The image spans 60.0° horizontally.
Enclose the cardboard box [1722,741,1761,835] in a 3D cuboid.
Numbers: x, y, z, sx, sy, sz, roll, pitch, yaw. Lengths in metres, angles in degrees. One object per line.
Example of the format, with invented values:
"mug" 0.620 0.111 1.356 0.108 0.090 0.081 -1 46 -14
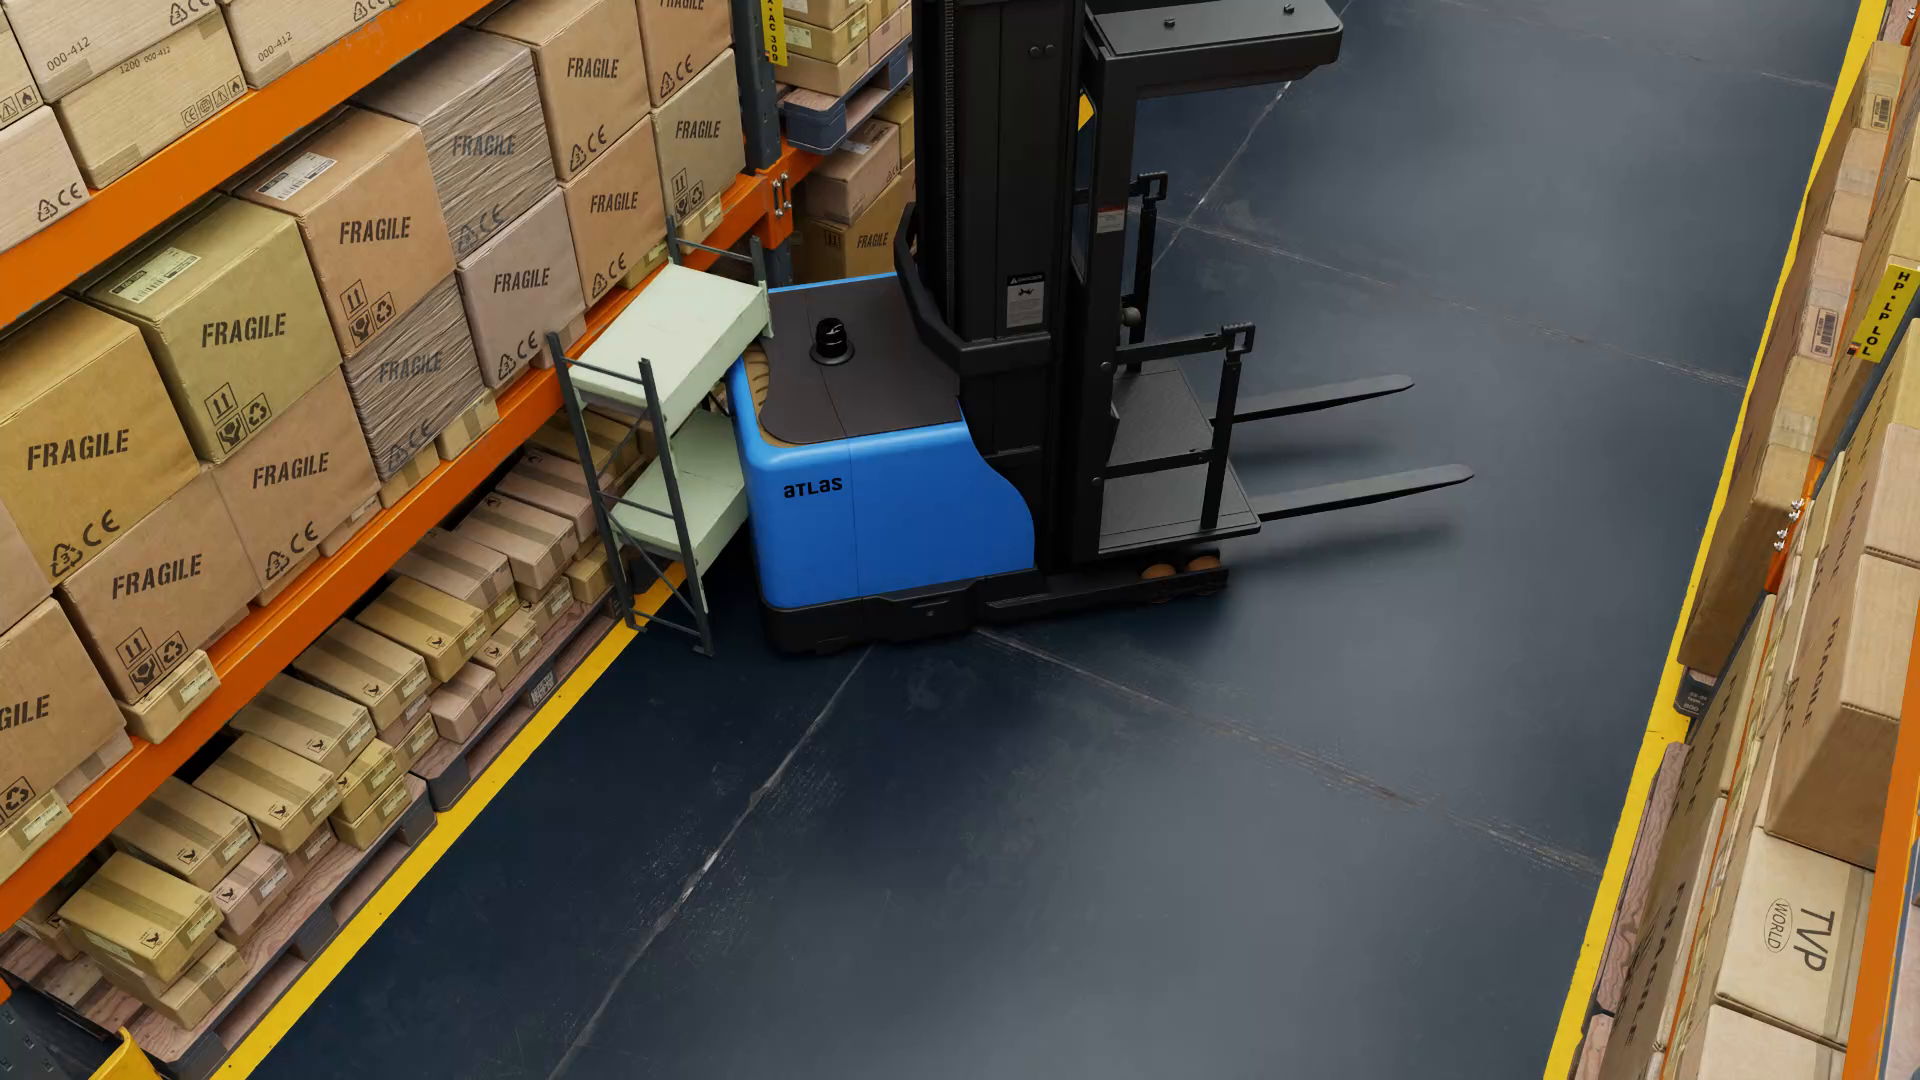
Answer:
"cardboard box" 2.246 0.725 4.381 0.380 0.149 0.250 20 49 19

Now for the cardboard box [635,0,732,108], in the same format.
"cardboard box" -1.164 -1.906 5.823 0.500 0.500 0.500 19 48 18

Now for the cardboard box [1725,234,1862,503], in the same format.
"cardboard box" 3.854 -0.473 6.587 1.225 0.875 0.875 19 48 18

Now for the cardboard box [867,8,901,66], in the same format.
"cardboard box" -0.471 -2.133 6.910 0.380 0.149 0.250 21 49 20

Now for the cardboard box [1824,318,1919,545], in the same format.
"cardboard box" 2.712 -0.197 4.485 0.500 0.500 0.500 20 49 19

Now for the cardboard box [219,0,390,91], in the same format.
"cardboard box" -1.882 -1.461 4.362 0.500 0.250 0.500 20 49 19

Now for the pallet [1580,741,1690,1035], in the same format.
"pallet" 2.739 1.334 5.563 1.003 0.211 1.213 20 49 19

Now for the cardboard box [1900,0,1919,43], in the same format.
"cardboard box" 5.814 -3.037 9.371 0.700 0.500 0.500 24 50 22

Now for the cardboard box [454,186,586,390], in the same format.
"cardboard box" -1.634 -0.903 5.534 0.500 0.500 0.500 20 49 19

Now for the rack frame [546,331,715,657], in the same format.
"rack frame" -1.180 -0.122 6.077 0.400 1.500 0.023 17 49 19

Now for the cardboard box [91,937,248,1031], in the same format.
"cardboard box" -2.515 1.349 5.296 0.380 0.149 0.250 21 49 20

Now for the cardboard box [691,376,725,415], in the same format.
"cardboard box" -1.203 -0.671 6.875 0.380 0.149 0.250 21 49 20

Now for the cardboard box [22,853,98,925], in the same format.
"cardboard box" -3.050 1.042 5.391 0.380 0.149 0.250 19 48 18

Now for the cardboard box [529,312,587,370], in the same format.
"cardboard box" -1.552 -0.773 5.861 0.380 0.149 0.250 18 48 17

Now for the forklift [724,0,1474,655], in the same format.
"forklift" 0.612 -1.132 6.088 3.031 2.935 1.130 -9 46 -9

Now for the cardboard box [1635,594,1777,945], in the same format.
"cardboard box" 2.784 0.889 5.241 0.875 0.875 0.875 20 49 19

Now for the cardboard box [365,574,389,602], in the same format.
"cardboard box" -2.343 0.046 6.375 0.380 0.149 0.250 21 49 19

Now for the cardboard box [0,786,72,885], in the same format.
"cardboard box" -2.601 0.712 4.394 0.380 0.149 0.250 20 49 19

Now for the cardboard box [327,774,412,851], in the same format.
"cardboard box" -2.141 0.874 5.766 0.380 0.149 0.250 21 49 20

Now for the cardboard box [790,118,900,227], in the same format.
"cardboard box" -0.608 -1.711 7.547 0.500 0.250 0.500 18 48 17

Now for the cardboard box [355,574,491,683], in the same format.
"cardboard box" -1.905 0.311 5.904 0.380 0.149 0.250 21 49 20

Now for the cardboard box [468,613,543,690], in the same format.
"cardboard box" -1.809 0.370 6.264 0.380 0.149 0.250 20 49 19

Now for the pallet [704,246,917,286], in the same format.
"pallet" -0.825 -1.311 8.178 1.003 0.211 1.213 20 49 19

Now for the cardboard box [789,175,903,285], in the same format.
"cardboard box" -0.607 -1.448 7.814 0.500 0.500 0.500 22 49 21

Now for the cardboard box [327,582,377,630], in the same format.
"cardboard box" -2.373 0.144 6.070 0.380 0.149 0.250 19 48 18

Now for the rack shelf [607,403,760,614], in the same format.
"rack shelf" -1.013 -0.139 6.538 0.431 0.370 0.720 17 49 19

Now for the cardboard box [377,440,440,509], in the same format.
"cardboard box" -1.922 -0.288 5.382 0.380 0.149 0.250 22 49 20

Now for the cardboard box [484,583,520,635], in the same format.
"cardboard box" -1.881 0.211 6.213 0.380 0.149 0.250 23 50 21

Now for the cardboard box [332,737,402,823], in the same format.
"cardboard box" -2.144 0.761 5.669 0.380 0.149 0.250 22 49 20

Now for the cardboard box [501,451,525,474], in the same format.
"cardboard box" -1.884 -0.404 6.821 0.380 0.149 0.250 18 48 17

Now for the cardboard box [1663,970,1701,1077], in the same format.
"cardboard box" 1.888 1.213 3.899 0.380 0.149 0.250 21 49 20

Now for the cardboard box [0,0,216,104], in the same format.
"cardboard box" -2.122 -1.292 3.843 0.500 0.250 0.500 21 49 19

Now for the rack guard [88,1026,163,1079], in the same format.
"rack guard" -3.007 1.550 5.146 1.175 0.500 0.348 20 49 19

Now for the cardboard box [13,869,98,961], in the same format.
"cardboard box" -2.982 1.173 5.470 0.380 0.149 0.250 21 49 20

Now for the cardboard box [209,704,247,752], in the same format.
"cardboard box" -2.594 0.579 5.848 0.380 0.149 0.250 20 49 19

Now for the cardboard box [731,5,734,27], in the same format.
"cardboard box" -1.056 -2.339 7.114 0.380 0.149 0.250 21 49 19

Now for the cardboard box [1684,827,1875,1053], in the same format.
"cardboard box" 2.004 1.006 3.823 0.500 0.250 0.500 21 49 19

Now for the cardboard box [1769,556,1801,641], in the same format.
"cardboard box" 2.607 0.231 4.869 0.380 0.149 0.250 19 48 18

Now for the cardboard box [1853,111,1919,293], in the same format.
"cardboard box" 3.608 -1.160 5.997 0.500 0.500 0.500 20 49 19

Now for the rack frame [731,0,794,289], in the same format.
"rack frame" -1.185 -1.801 6.701 1.000 3.000 0.127 20 49 19

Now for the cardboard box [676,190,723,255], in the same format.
"cardboard box" -1.134 -1.257 6.340 0.380 0.149 0.250 19 48 18

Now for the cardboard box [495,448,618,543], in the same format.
"cardboard box" -1.546 -0.173 6.383 0.380 0.149 0.250 18 48 17

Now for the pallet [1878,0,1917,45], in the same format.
"pallet" 5.949 -2.896 9.744 1.003 0.211 1.213 20 49 19

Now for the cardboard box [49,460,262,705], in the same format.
"cardboard box" -2.363 0.042 4.600 0.500 0.500 0.500 21 49 19

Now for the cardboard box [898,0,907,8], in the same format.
"cardboard box" -0.357 -2.387 6.953 0.380 0.149 0.250 22 49 20

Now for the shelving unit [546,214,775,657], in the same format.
"shelving unit" -1.025 -0.365 6.303 0.431 1.500 0.755 17 49 19

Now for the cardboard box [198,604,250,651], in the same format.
"cardboard box" -2.349 0.177 4.922 0.380 0.149 0.250 23 50 21

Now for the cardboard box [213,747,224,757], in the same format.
"cardboard box" -2.651 0.680 5.958 0.380 0.149 0.250 21 49 19

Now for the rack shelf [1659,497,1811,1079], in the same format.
"rack shelf" 2.233 1.413 4.030 1.077 0.370 4.000 20 49 19

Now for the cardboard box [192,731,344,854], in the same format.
"cardboard box" -2.246 0.817 5.404 0.380 0.149 0.250 20 49 19

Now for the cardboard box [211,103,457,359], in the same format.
"cardboard box" -1.875 -0.930 4.857 0.500 0.500 0.500 19 48 18

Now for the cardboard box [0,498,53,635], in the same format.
"cardboard box" -2.599 0.033 3.906 0.500 0.500 0.500 20 49 19

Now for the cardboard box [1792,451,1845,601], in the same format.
"cardboard box" 2.711 0.058 4.760 0.500 0.250 0.500 20 49 18

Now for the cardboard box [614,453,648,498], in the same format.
"cardboard box" -1.476 -0.273 6.690 0.380 0.149 0.250 21 49 19

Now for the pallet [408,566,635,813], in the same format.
"pallet" -2.031 0.386 6.500 1.003 0.211 1.213 20 49 19

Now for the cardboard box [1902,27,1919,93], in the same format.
"cardboard box" 4.314 -2.112 6.938 0.500 0.500 0.500 19 48 18

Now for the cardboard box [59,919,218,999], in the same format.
"cardboard box" -2.571 1.224 5.211 0.380 0.149 0.250 22 49 21
